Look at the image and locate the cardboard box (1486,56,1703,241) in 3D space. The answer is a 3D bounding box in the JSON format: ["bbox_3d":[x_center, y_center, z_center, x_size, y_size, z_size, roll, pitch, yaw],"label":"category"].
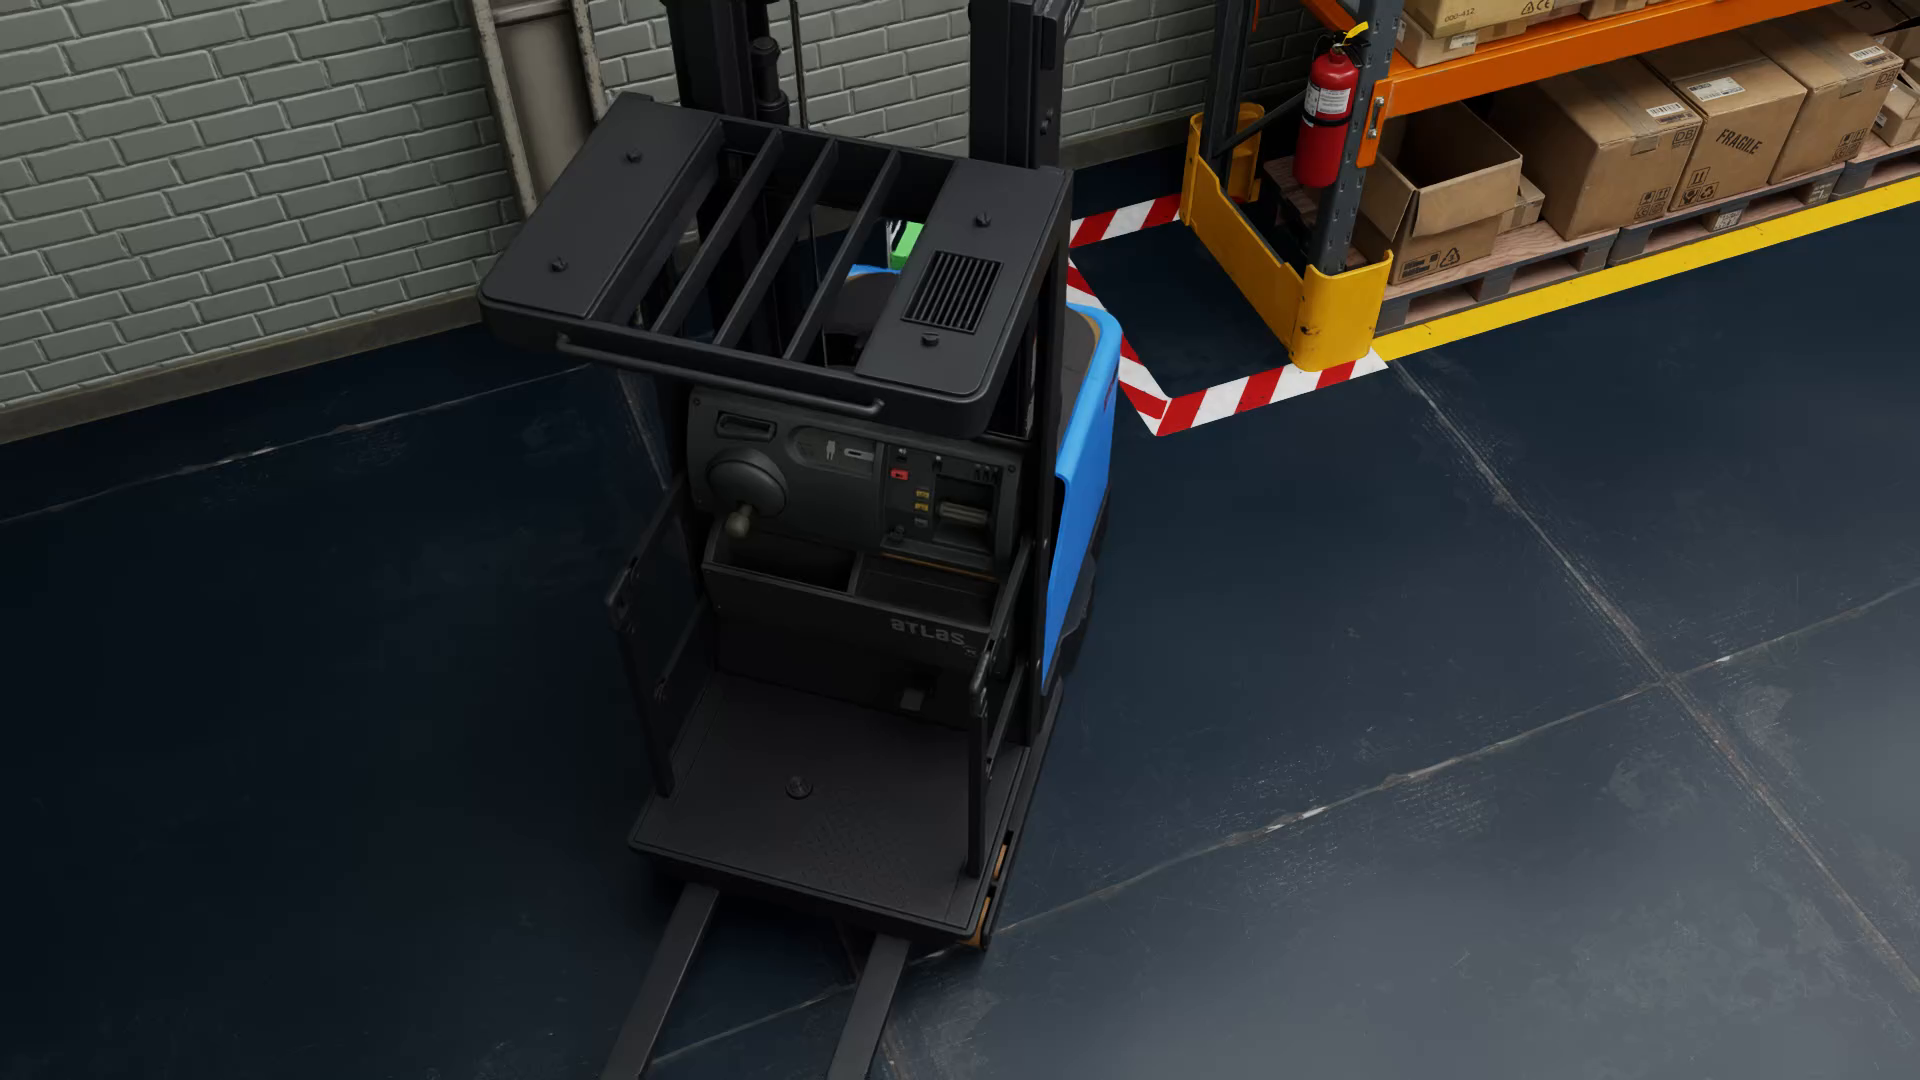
[{"bbox_3d":[2.686,-1.740,7.138,0.500,0.500,0.700,-15,51,-13],"label":"cardboard box"}]

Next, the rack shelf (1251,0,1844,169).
[{"bbox_3d":[3.129,-2.430,6.834,4.000,0.370,1.077,-17,52,-14],"label":"rack shelf"}]

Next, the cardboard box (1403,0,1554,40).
[{"bbox_3d":[1.800,-2.080,5.962,0.500,0.250,0.500,-17,51,-14],"label":"cardboard box"}]

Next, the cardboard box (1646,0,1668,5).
[{"bbox_3d":[2.635,-2.225,6.350,0.250,0.149,0.380,-16,51,-14],"label":"cardboard box"}]

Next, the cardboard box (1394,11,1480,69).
[{"bbox_3d":[1.686,-1.911,6.079,0.250,0.149,0.380,-18,52,-15],"label":"cardboard box"}]

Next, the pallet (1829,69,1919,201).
[{"bbox_3d":[4.345,-2.133,7.943,1.213,0.211,1.003,-17,52,-14],"label":"pallet"}]

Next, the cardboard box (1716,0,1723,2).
[{"bbox_3d":[2.897,-2.245,6.367,0.250,0.149,0.380,-19,52,-15],"label":"cardboard box"}]

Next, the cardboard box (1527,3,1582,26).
[{"bbox_3d":[2.134,-2.116,6.255,0.250,0.149,0.380,-18,52,-15],"label":"cardboard box"}]

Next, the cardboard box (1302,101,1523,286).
[{"bbox_3d":[1.880,-1.523,6.950,0.637,0.503,0.797,-19,52,-16],"label":"cardboard box"}]

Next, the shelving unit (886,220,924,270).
[{"bbox_3d":[0.027,-0.702,6.062,0.503,1.200,0.258,12,50,10],"label":"shelving unit"}]

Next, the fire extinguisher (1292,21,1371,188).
[{"bbox_3d":[1.316,-1.577,5.924,0.183,0.674,0.296,-17,52,-14],"label":"fire extinguisher"}]

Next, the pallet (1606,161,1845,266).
[{"bbox_3d":[3.214,-1.780,7.640,1.213,0.211,1.003,-17,52,-14],"label":"pallet"}]

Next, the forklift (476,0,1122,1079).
[{"bbox_3d":[-0.353,-0.039,4.351,1.130,2.935,3.031,13,51,11],"label":"forklift"}]

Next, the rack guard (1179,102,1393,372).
[{"bbox_3d":[1.348,-1.298,7.035,0.348,0.500,1.175,-17,52,-14],"label":"rack guard"}]

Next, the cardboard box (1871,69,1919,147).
[{"bbox_3d":[4.246,-2.016,7.529,0.258,0.266,0.396,-16,51,-13],"label":"cardboard box"}]

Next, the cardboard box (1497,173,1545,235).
[{"bbox_3d":[2.288,-1.502,7.165,0.250,0.149,0.380,-19,52,-16],"label":"cardboard box"}]

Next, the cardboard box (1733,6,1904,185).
[{"bbox_3d":[3.647,-2.038,7.394,0.500,0.500,0.700,-19,52,-16],"label":"cardboard box"}]

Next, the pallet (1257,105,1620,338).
[{"bbox_3d":[2.086,-1.433,7.342,1.213,0.211,1.003,-17,52,-14],"label":"pallet"}]

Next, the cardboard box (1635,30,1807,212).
[{"bbox_3d":[3.213,-1.821,7.208,0.500,0.500,0.500,-16,51,-14],"label":"cardboard box"}]

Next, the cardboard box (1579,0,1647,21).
[{"bbox_3d":[2.391,-2.145,6.281,0.250,0.149,0.380,-16,51,-13],"label":"cardboard box"}]

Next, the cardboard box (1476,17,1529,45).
[{"bbox_3d":[1.904,-2.016,6.170,0.250,0.149,0.380,-16,51,-13],"label":"cardboard box"}]

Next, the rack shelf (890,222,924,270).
[{"bbox_3d":[0.027,-0.973,5.746,0.480,0.148,0.258,12,50,10],"label":"rack shelf"}]

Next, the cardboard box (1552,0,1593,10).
[{"bbox_3d":[2.266,-2.225,6.086,0.500,0.250,0.500,-17,51,-14],"label":"cardboard box"}]

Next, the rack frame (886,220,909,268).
[{"bbox_3d":[-0.208,-0.752,6.105,0.015,1.200,0.240,12,50,10],"label":"rack frame"}]

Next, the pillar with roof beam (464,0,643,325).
[{"bbox_3d":[0.069,-0.881,1.075,0.400,9.000,9.100,-17,52,-14],"label":"pillar with roof beam"}]

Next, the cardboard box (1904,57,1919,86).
[{"bbox_3d":[4.576,-2.080,7.662,0.250,0.149,0.380,-19,52,-15],"label":"cardboard box"}]

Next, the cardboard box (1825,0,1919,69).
[{"bbox_3d":[4.280,-2.475,7.894,0.500,0.311,0.500,-16,51,-13],"label":"cardboard box"}]

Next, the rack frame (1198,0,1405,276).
[{"bbox_3d":[1.278,-2.091,6.068,0.127,3.000,1.000,-17,52,-14],"label":"rack frame"}]
